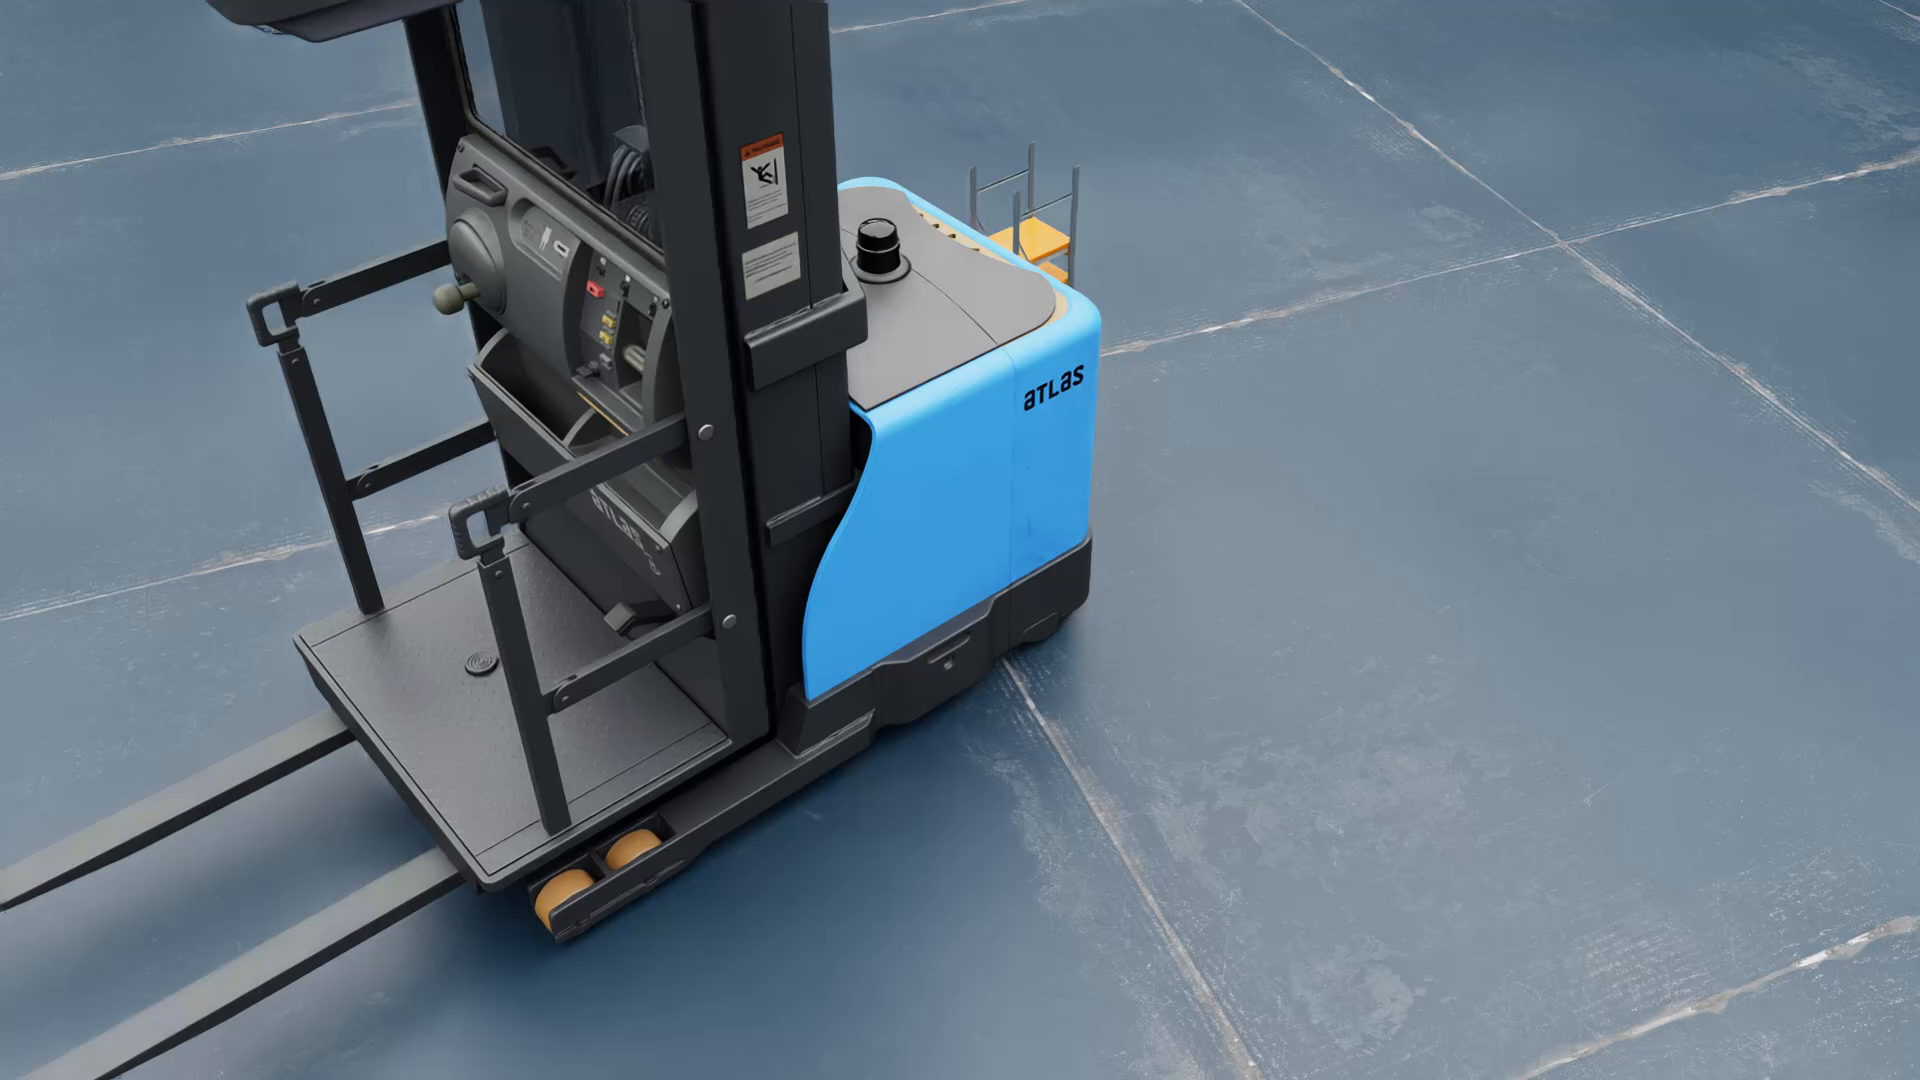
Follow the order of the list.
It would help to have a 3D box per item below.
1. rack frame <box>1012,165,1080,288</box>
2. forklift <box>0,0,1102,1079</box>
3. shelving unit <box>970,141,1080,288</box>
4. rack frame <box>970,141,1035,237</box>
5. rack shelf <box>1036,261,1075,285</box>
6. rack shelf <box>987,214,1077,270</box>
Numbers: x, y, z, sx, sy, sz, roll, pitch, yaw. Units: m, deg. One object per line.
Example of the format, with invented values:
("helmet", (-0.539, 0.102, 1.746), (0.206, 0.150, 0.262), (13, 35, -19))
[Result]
("rack frame", (0.239, -0.537, 4.954), (0.240, 1.200, 0.006), (-29, 48, -29))
("forklift", (-1.065, -0.522, 3.609), (3.031, 2.935, 1.130), (-29, 48, -29))
("shelving unit", (0.180, -0.582, 5.007), (0.258, 1.200, 0.189), (-29, 48, -29))
("rack frame", (0.121, -0.628, 5.060), (0.240, 1.200, 0.006), (-29, 48, -29))
("rack shelf", (0.180, -0.731, 4.880), (0.258, 0.103, 0.180), (-29, 48, -29))
("rack shelf", (0.180, -0.822, 4.801), (0.258, 0.103, 0.180), (-29, 48, -29))
